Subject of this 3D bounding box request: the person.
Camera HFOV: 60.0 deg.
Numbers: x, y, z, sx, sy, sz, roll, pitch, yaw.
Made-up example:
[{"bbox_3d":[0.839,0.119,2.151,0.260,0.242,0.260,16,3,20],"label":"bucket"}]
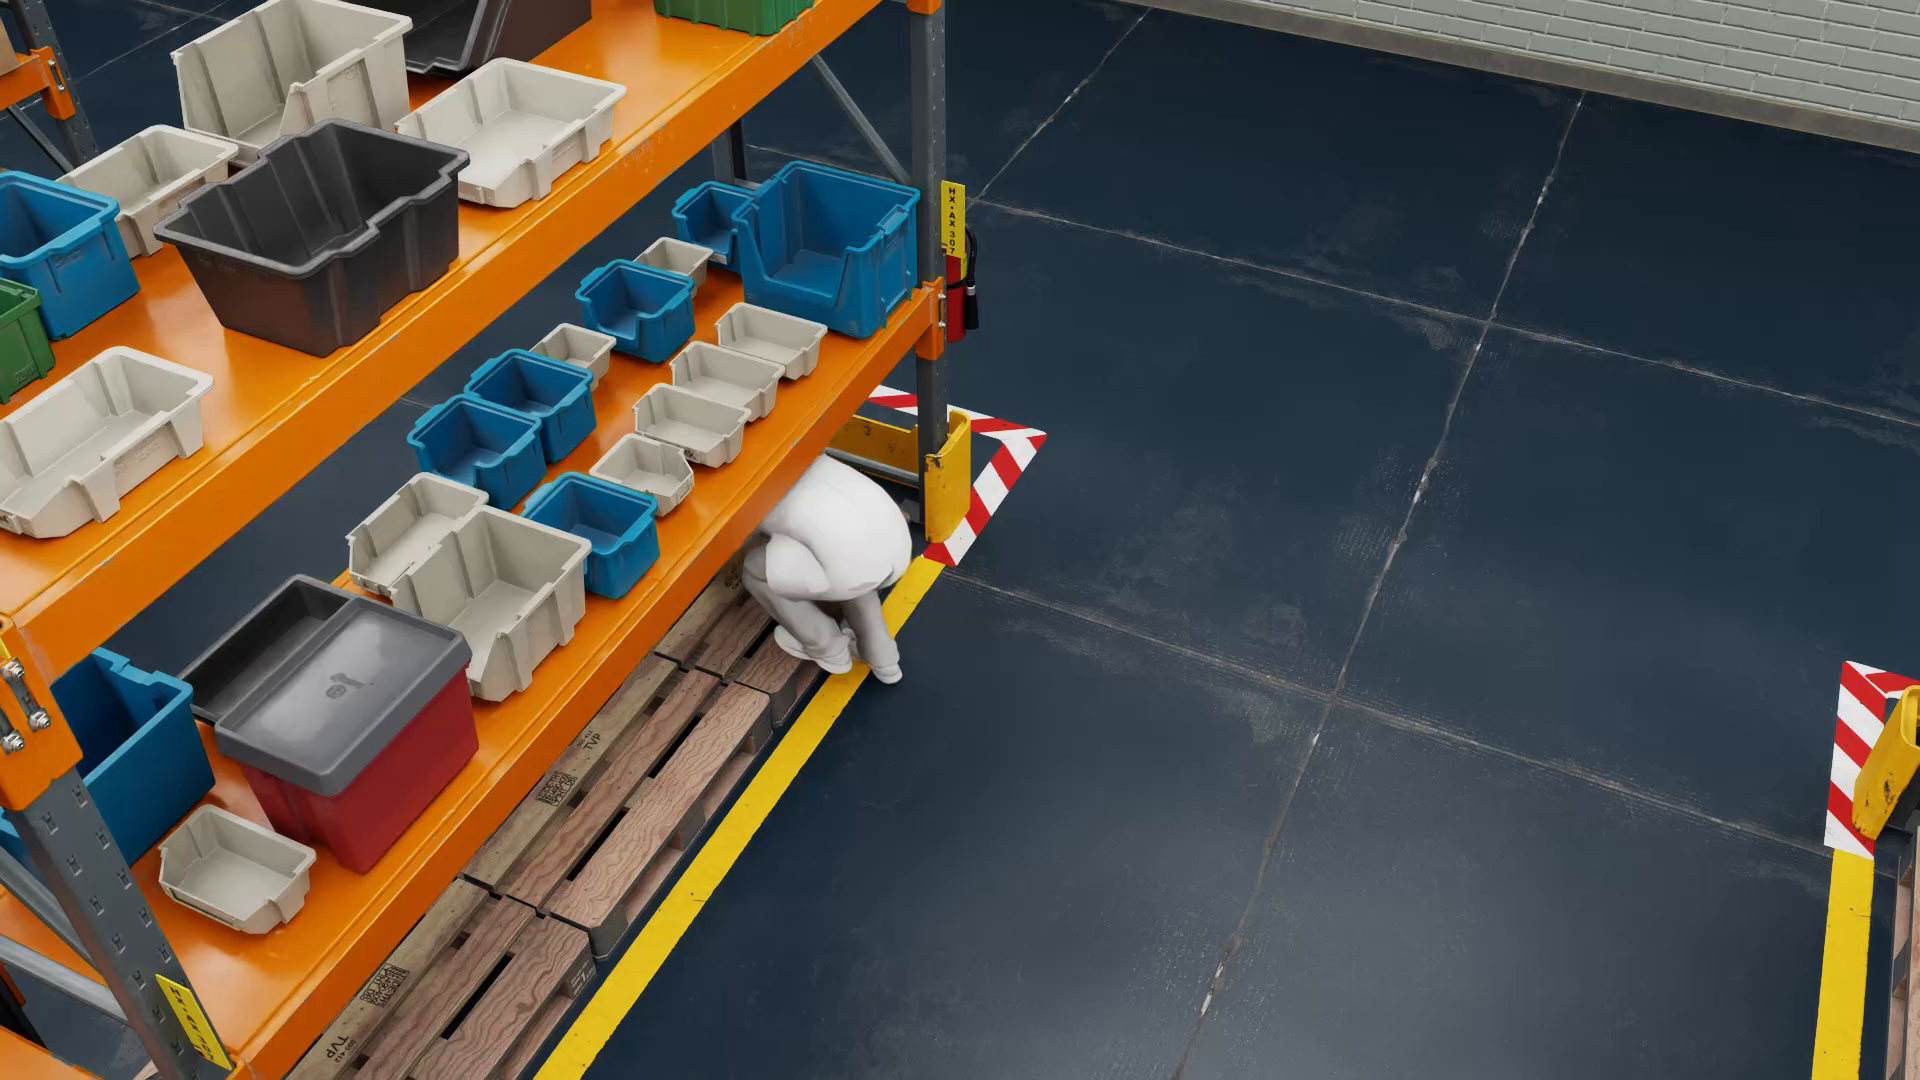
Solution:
[{"bbox_3d":[-0.687,0.058,6.676,1.153,1.017,0.568,29,49,28],"label":"person"}]
